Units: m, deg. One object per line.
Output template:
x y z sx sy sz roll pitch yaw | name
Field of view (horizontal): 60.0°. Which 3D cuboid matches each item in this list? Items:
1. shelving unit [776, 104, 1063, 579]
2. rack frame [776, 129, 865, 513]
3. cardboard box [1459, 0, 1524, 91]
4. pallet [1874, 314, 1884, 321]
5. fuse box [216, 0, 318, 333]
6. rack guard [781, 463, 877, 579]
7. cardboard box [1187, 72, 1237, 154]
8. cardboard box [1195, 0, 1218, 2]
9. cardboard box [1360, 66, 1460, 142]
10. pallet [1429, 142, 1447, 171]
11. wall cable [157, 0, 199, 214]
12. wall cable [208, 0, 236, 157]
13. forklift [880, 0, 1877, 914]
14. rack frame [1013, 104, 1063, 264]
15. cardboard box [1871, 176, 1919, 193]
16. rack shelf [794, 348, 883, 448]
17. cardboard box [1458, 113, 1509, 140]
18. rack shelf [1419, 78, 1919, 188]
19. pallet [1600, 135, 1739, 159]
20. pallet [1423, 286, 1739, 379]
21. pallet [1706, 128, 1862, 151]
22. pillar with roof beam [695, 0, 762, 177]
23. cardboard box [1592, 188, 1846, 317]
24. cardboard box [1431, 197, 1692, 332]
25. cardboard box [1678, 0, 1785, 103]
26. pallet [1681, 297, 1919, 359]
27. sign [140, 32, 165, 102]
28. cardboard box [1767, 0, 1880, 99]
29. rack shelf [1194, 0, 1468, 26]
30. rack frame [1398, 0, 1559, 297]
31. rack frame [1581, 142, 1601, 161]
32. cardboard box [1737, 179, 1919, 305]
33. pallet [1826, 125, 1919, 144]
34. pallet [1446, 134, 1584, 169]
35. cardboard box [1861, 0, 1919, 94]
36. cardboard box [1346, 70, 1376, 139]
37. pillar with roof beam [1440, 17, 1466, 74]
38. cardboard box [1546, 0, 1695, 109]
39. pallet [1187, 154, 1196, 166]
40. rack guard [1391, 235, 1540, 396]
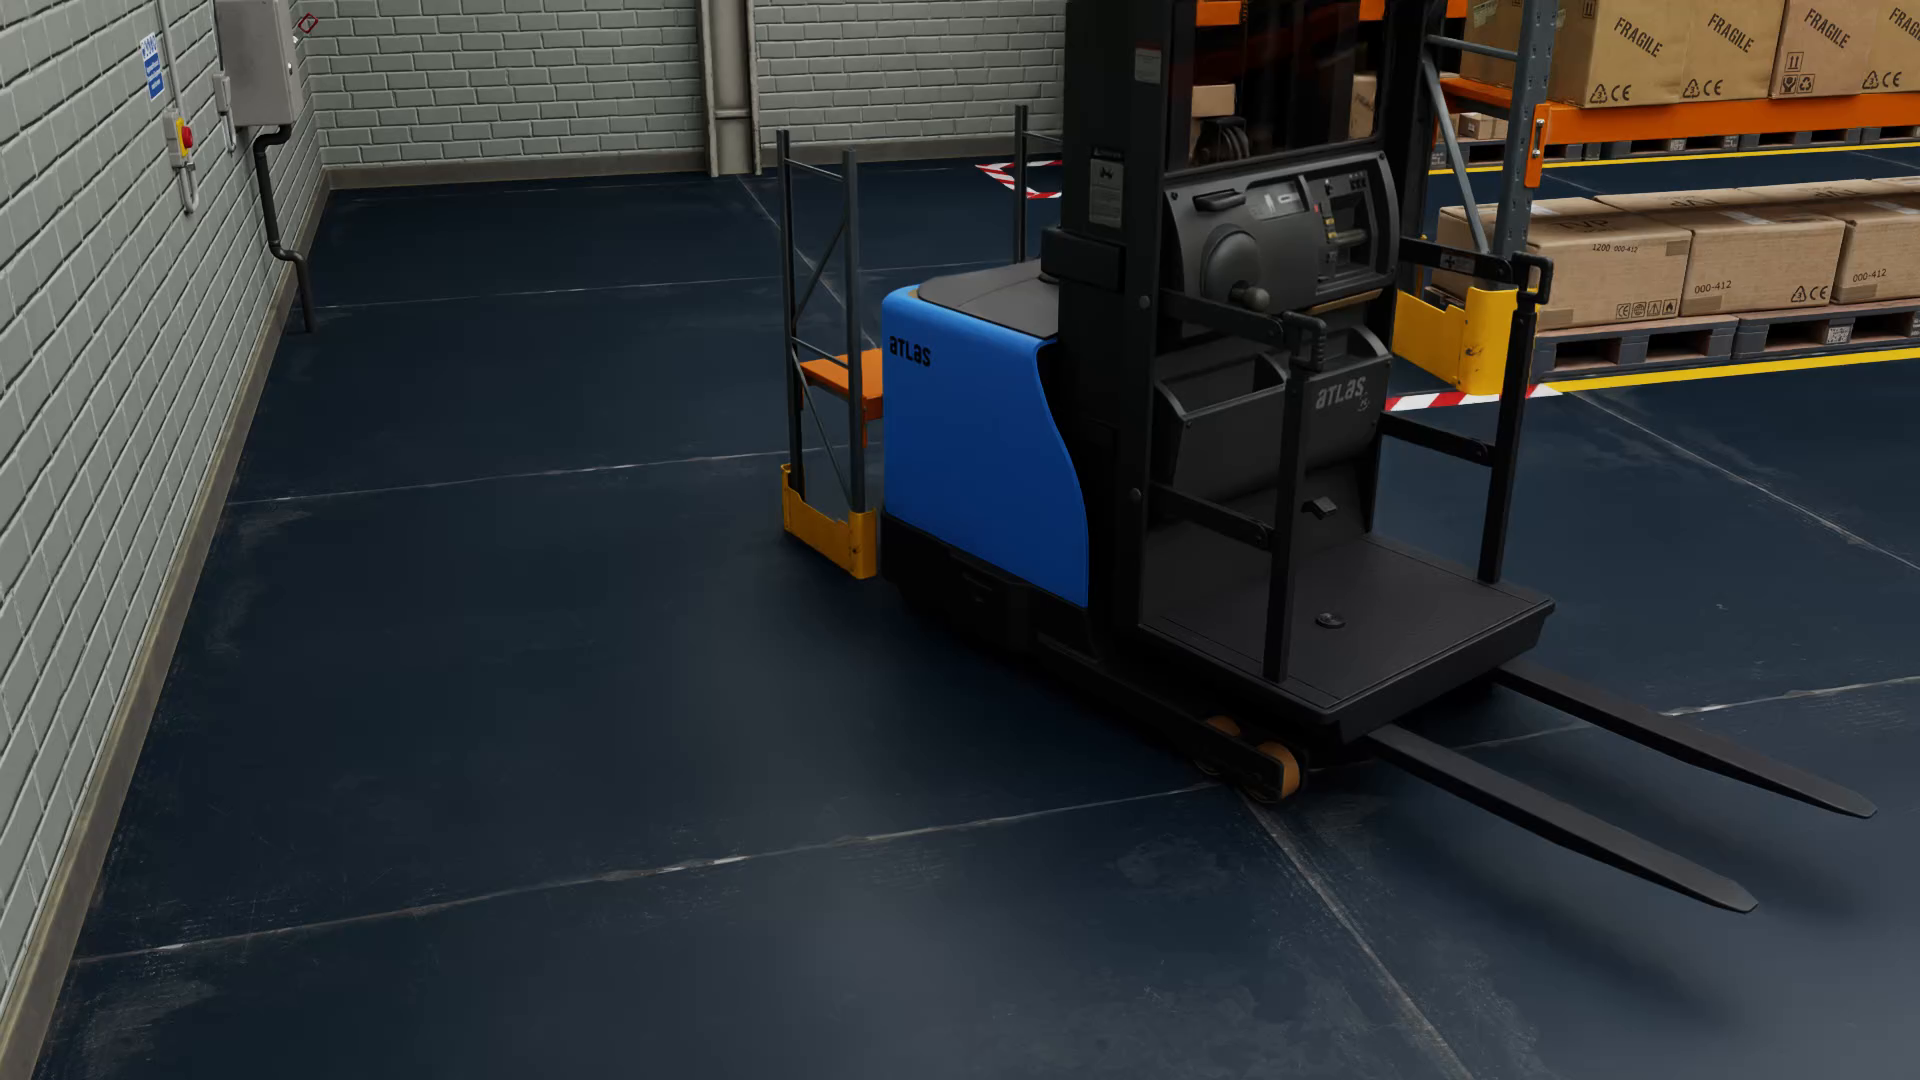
-0.071 -0.762 6.123 1.083 1.500 0.587 -15 27 -31 | shelving unit
-0.486 -0.652 5.868 0.032 1.500 0.500 -15 27 -31 | rack frame
2.821 -2.493 8.128 0.500 0.500 0.500 -6 24 -14 | cardboard box
5.526 -1.388 9.217 1.213 0.211 1.003 -6 24 -14 | pallet
-3.422 -1.906 8.523 0.414 1.711 0.539 -6 24 -14 | fuse box
-0.485 -0.078 6.115 0.087 0.250 0.587 -15 27 -31 | rack guard
1.698 -3.254 12.662 0.637 0.503 0.797 -7 24 -16 | cardboard box
1.706 -4.039 12.178 0.250 0.149 0.380 -6 24 -13 | cardboard box
3.531 -3.439 13.099 0.500 0.500 0.700 -7 24 -16 | cardboard box
3.096 -3.119 13.252 1.213 0.211 1.003 -6 24 -14 | pallet
-2.995 -2.167 6.167 0.123 1.953 0.585 -6 24 -14 | wall cable
-3.389 -2.689 7.425 0.122 1.984 0.588 -6 24 -14 | wall cable
1.054 -0.848 4.509 1.130 2.935 3.031 -18 29 -36 | forklift
0.359 -0.875 6.387 0.032 1.500 0.500 -15 27 -31 | rack frame
5.646 -1.710 9.149 0.875 0.438 0.875 -7 24 -15 | cardboard box
-0.064 -0.598 6.199 1.000 0.185 0.538 -15 27 -31 | rack shelf
4.134 -3.333 13.147 0.258 0.266 0.396 -5 24 -12 | cardboard box
4.354 -2.177 8.432 4.000 0.370 1.077 -6 24 -14 | rack shelf
5.708 -3.424 13.963 1.213 0.211 1.003 -6 24 -14 | pallet
3.177 -1.128 8.612 1.213 0.211 1.003 -6 24 -14 | pallet
6.885 -3.556 14.269 1.213 0.211 1.003 -6 24 -14 | pallet
-0.593 -5.356 7.321 0.400 9.000 9.100 -6 24 -14 | pillar with roof beam
3.915 -1.519 8.703 0.875 0.438 0.875 -6 24 -13 | cardboard box
3.036 -1.419 8.469 0.875 0.438 0.875 -7 24 -16 | cardboard box
3.447 -2.347 7.790 0.500 0.500 0.500 -7 24 -15 | cardboard box
4.349 -1.257 8.911 1.213 0.211 1.003 -6 24 -14 | pallet
-3.041 -1.785 6.262 0.001 0.218 0.327 -6 24 -14 | sign
3.942 -2.395 7.900 0.500 0.500 0.500 -6 24 -15 | cardboard box
3.009 -4.061 12.823 4.000 0.370 1.077 -6 24 -14 | rack shelf
2.428 -2.295 7.794 0.127 3.000 1.000 -6 24 -14 | rack frame
4.935 -4.605 13.178 0.127 3.000 1.000 -6 24 -14 | rack frame
4.784 -1.615 8.926 0.875 0.438 0.875 -7 24 -16 | cardboard box
8.057 -3.684 14.569 1.213 0.211 1.003 -6 24 -14 | pallet
4.273 -3.251 13.558 1.213 0.211 1.003 -6 24 -14 | pallet
4.419 -2.454 8.039 0.500 0.500 0.500 -6 24 -13 | cardboard box
3.068 -3.347 12.884 0.500 0.500 0.500 -6 24 -13 | cardboard box
5.184 -5.995 8.811 0.400 9.000 9.100 -6 24 -14 | pillar with roof beam
2.968 -2.283 7.639 0.500 0.500 0.500 -7 24 -15 | cardboard box
1.924 -2.991 12.953 1.213 0.211 1.003 -6 24 -14 | pallet
2.405 -1.144 8.281 0.348 0.500 1.175 -6 24 -14 | rack guard
